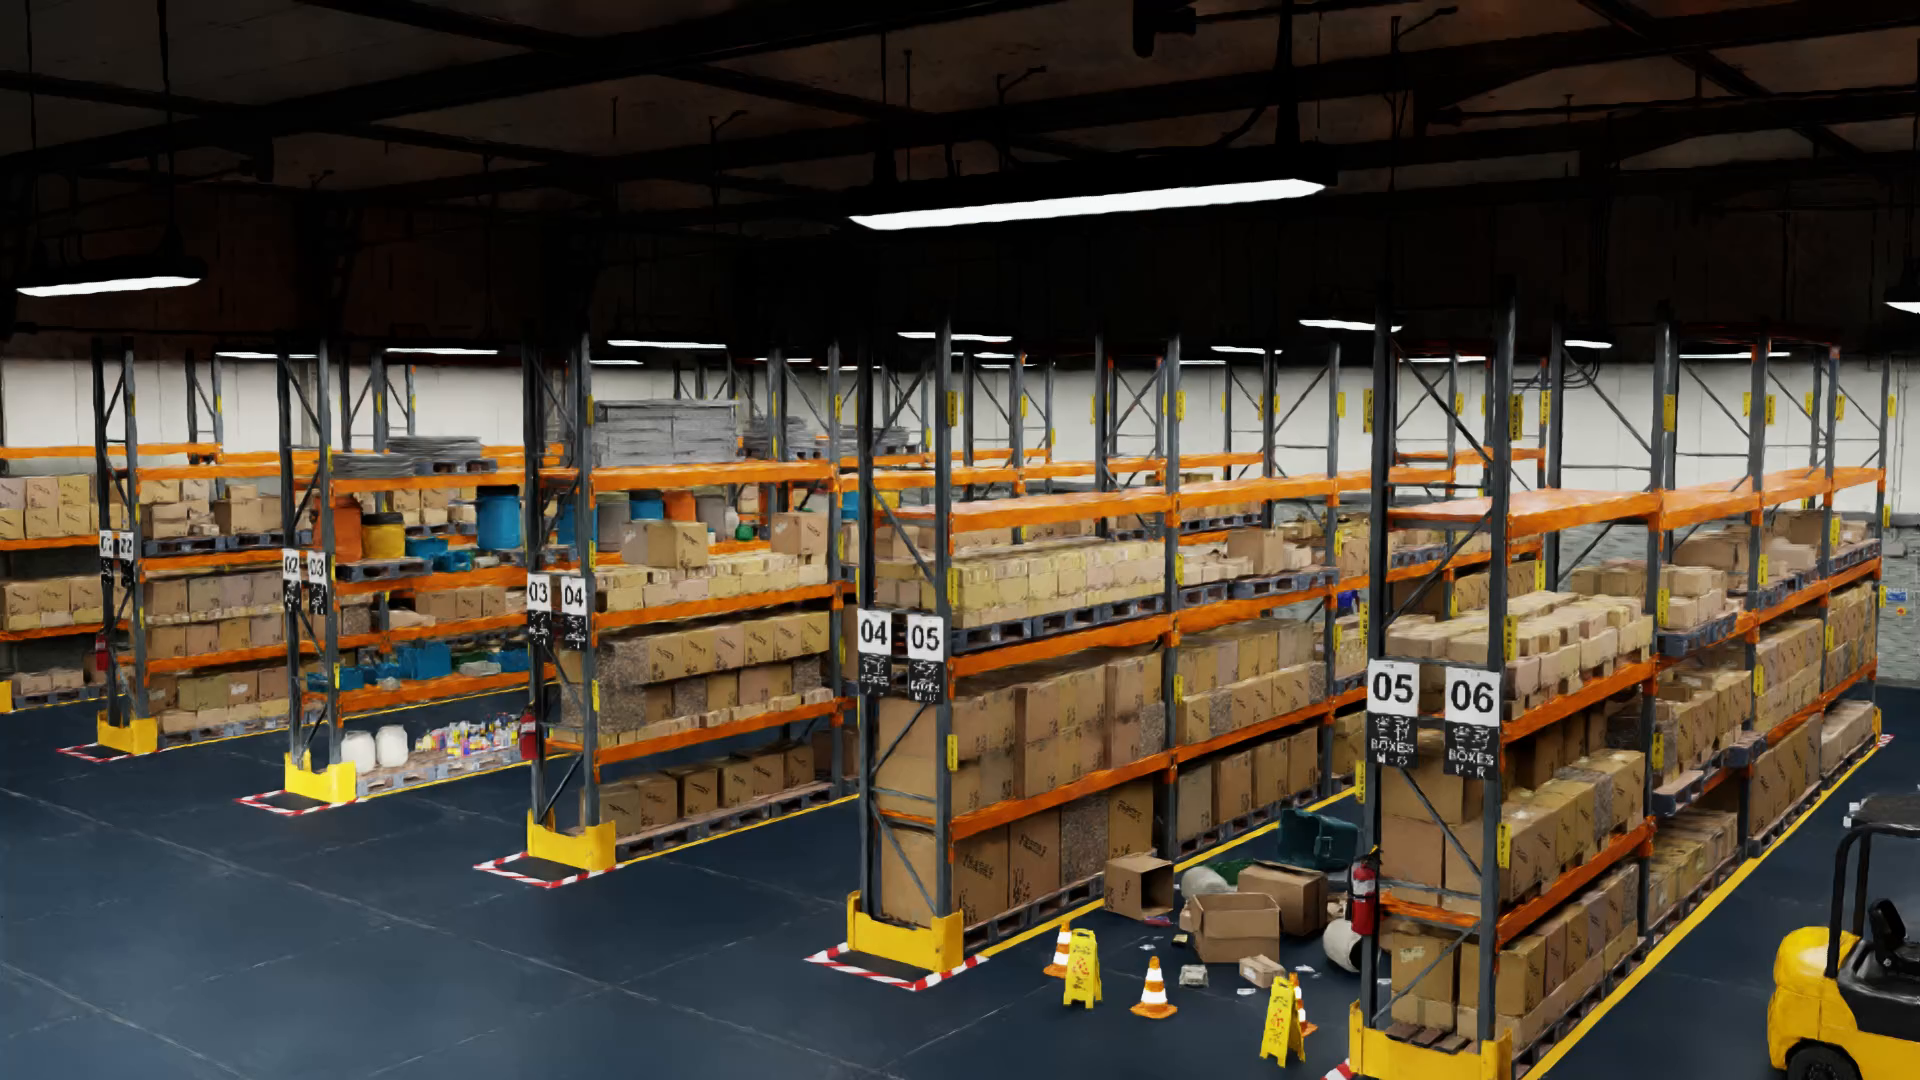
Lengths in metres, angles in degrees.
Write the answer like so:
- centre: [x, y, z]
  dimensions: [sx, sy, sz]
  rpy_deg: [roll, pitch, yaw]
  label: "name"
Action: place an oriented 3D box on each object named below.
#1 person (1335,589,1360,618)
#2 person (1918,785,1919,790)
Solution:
- centre: [7.783, 1.451, 33.487]
  dimensions: [0.622, 1.591, 0.822]
  rpy_deg: [2, 5, 21]
  label: "person"
- centre: [12.509, 2.462, 21.309]
  dimensions: [0.562, 1.668, 0.569]
  rpy_deg: [-2, 5, -22]
  label: "person"
